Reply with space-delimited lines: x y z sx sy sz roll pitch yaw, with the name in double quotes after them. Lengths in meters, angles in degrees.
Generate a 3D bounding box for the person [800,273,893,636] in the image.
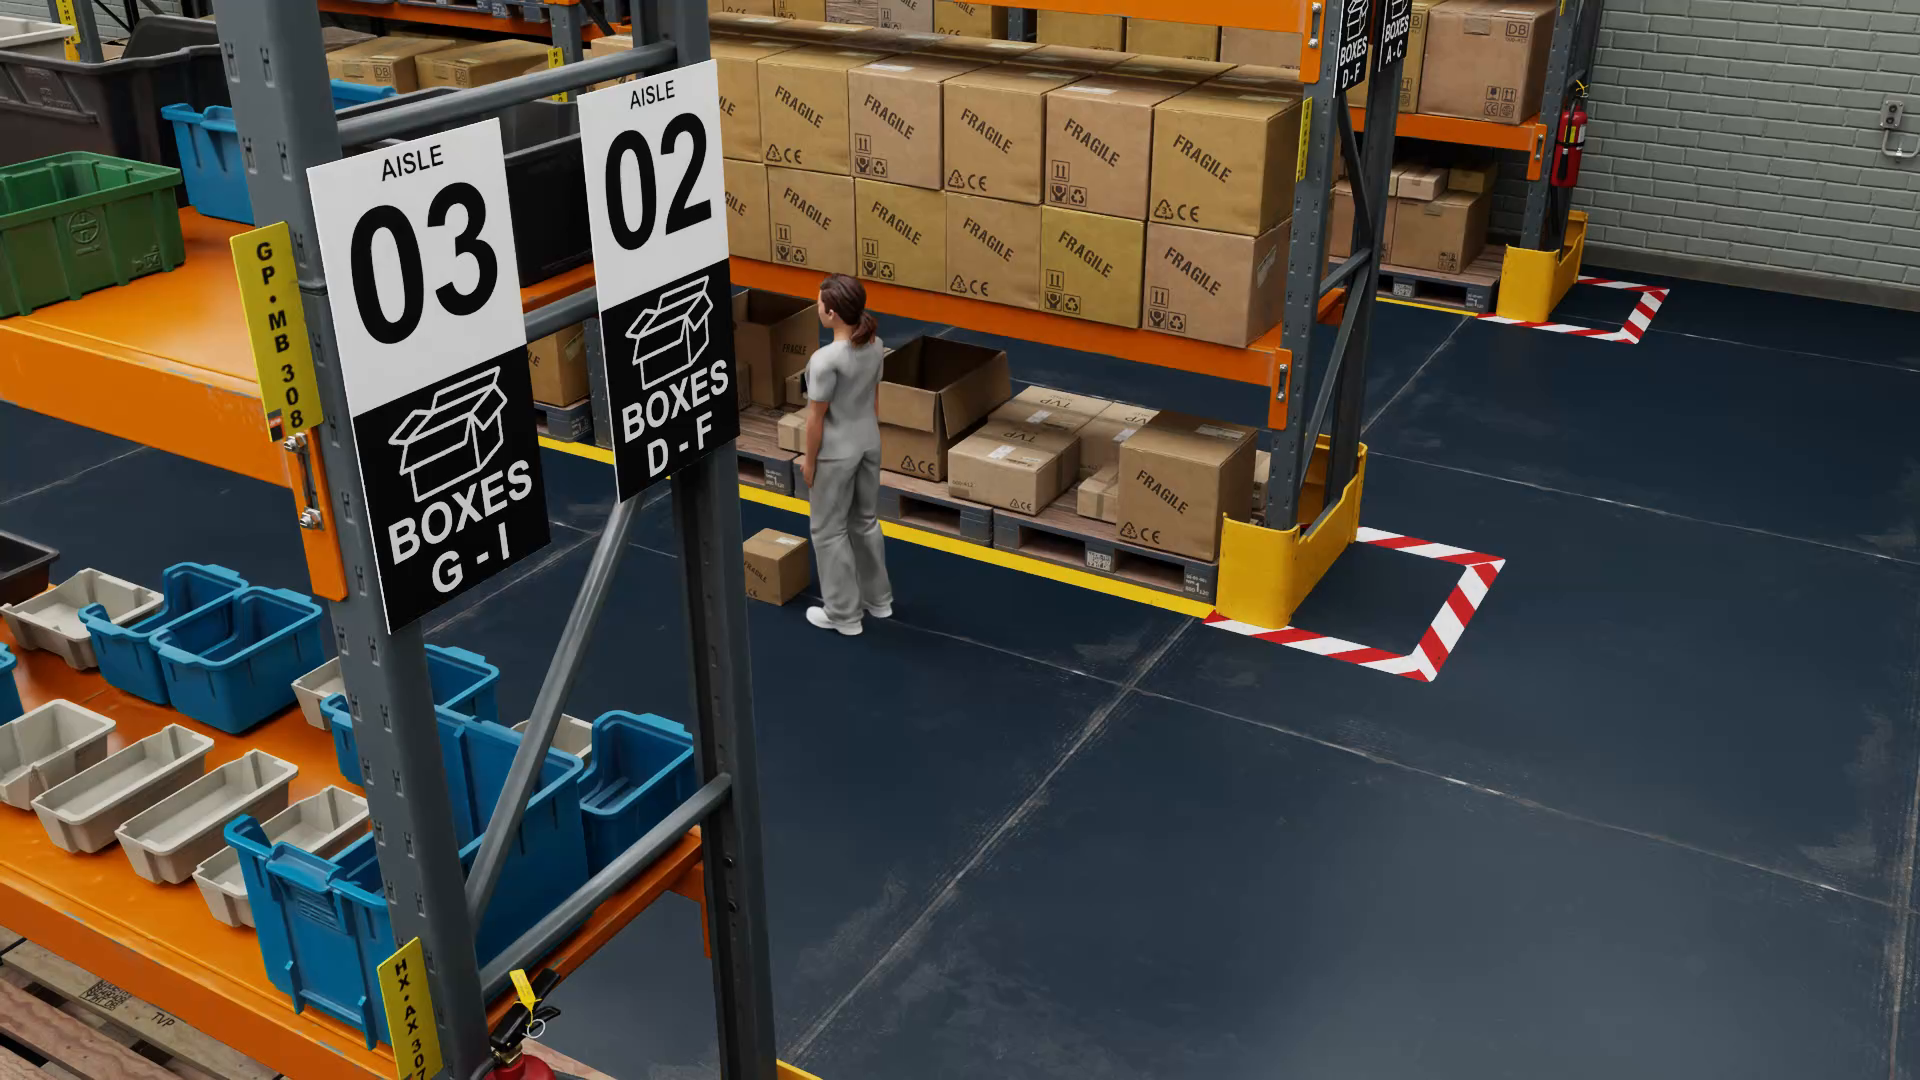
-0.510 -0.371 7.367 0.347 1.668 0.437 20 33 34 "person"
